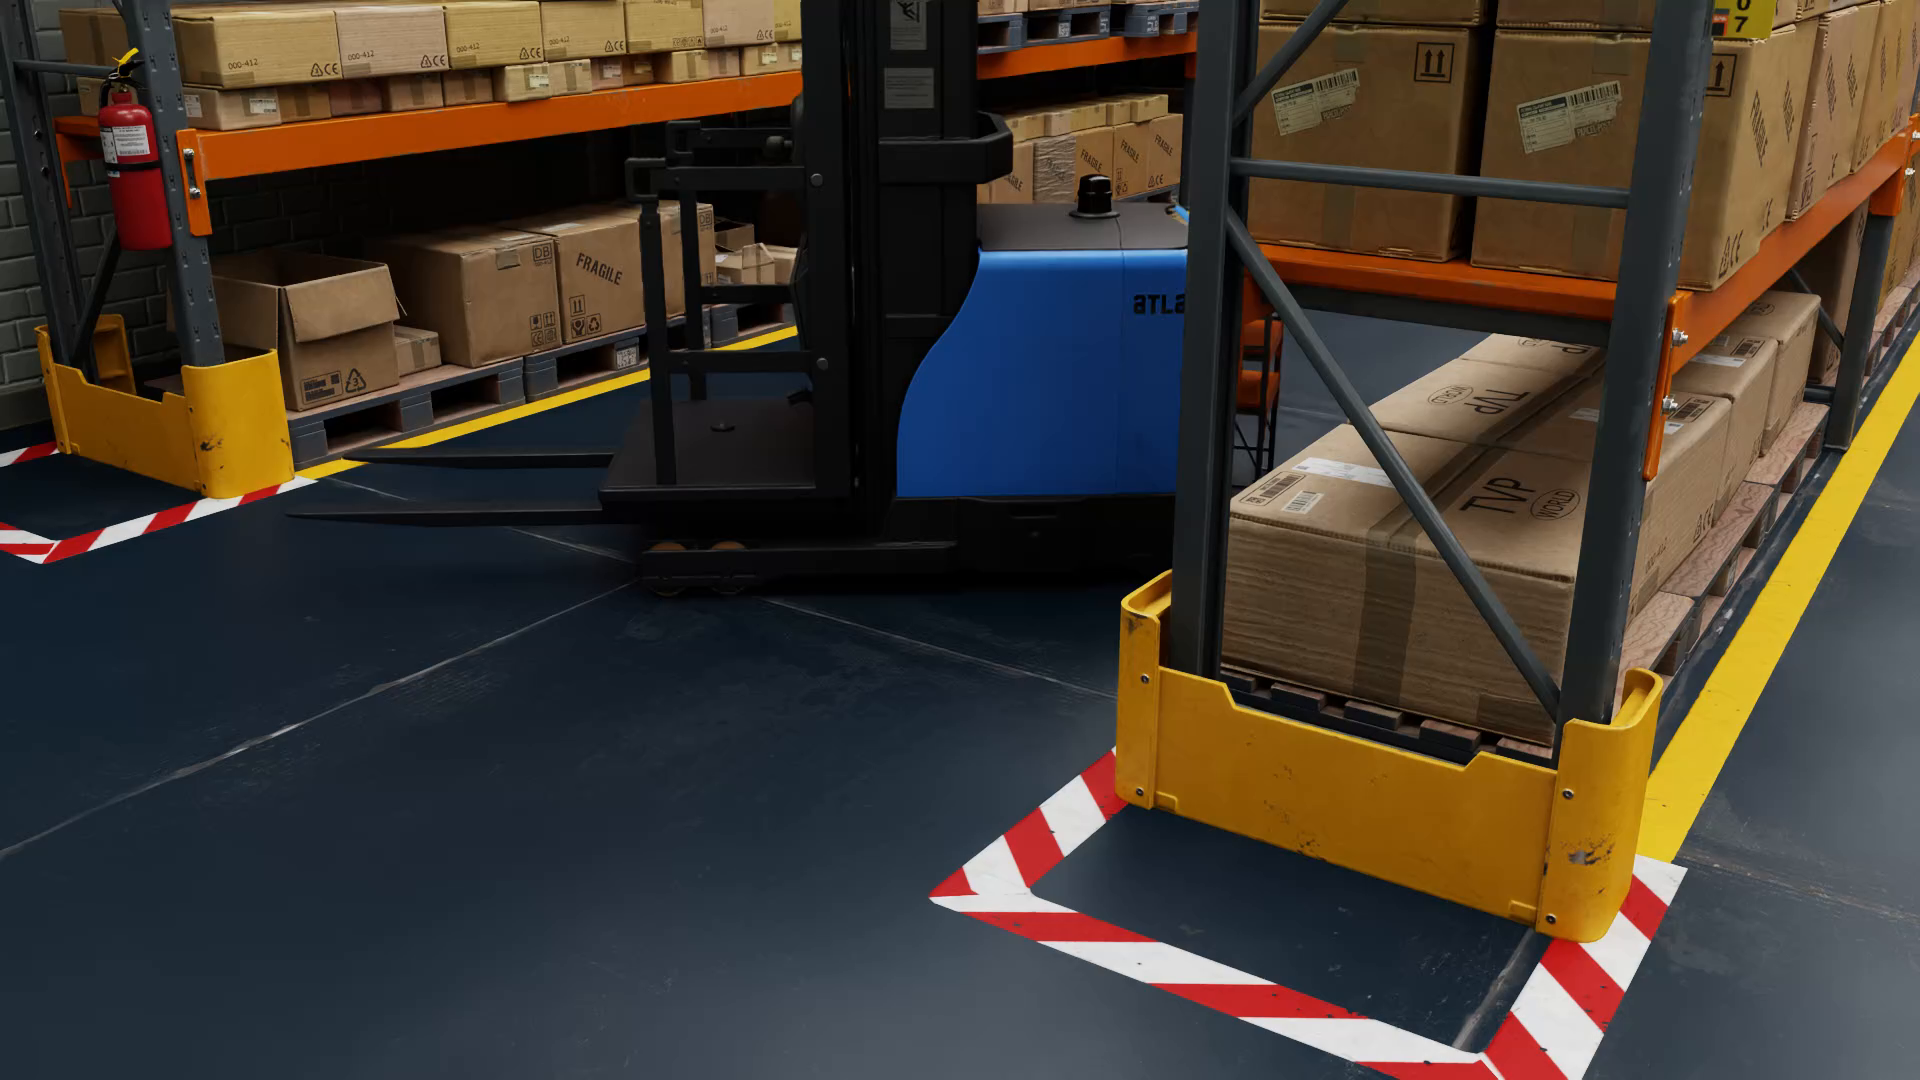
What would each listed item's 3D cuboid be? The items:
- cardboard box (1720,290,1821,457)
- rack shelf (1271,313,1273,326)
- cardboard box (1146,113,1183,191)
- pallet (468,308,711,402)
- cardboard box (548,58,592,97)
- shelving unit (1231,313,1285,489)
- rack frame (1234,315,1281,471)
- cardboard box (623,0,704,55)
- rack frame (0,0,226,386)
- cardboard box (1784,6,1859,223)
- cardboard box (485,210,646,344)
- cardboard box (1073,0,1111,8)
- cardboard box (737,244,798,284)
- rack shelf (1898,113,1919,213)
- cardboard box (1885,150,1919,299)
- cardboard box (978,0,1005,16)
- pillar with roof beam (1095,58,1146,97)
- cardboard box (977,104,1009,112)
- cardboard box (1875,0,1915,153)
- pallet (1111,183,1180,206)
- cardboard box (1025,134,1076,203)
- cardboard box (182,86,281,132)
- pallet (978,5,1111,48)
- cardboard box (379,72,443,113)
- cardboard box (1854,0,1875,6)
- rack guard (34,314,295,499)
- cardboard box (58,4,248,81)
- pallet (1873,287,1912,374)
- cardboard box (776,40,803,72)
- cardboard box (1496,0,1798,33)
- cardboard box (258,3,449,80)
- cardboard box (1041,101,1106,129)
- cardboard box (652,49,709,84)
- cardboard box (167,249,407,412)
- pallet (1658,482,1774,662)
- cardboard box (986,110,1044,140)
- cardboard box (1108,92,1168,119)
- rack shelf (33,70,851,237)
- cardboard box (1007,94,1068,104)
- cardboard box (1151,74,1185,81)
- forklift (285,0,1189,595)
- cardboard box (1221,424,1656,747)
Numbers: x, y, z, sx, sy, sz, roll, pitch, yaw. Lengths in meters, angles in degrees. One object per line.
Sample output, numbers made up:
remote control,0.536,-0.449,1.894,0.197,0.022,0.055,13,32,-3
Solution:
cardboard box,2.755,-0.707,6.441,0.875,0.438,0.875,13,24,31
rack shelf,1.040,-0.910,6.045,0.258,0.148,0.480,6,21,15
cardboard box,1.278,-2.847,12.136,0.500,0.500,0.500,14,25,33
pallet,-1.983,-0.982,8.115,1.003,0.211,1.213,13,24,32
cardboard box,-1.851,-2.053,7.353,0.380,0.149,0.250,14,24,33
shelving unit,1.040,-0.763,6.099,0.258,1.200,0.503,6,21,15
rack frame,1.107,-0.845,6.319,0.240,1.200,0.015,6,21,15
cardboard box,-1.556,-2.426,7.788,0.500,0.250,0.500,13,24,31
rack frame,-3.159,-1.690,6.011,1.000,3.000,0.127,13,24,32
cardboard box,2.017,-1.145,4.393,0.500,0.500,0.500,13,24,32
cardboard box,-1.844,-1.242,7.796,0.500,0.500,0.500,14,24,33
cardboard box,0.573,-3.727,10.762,0.797,0.503,0.637,13,24,31
cardboard box,-0.981,-1.481,8.949,0.380,0.149,0.250,12,24,30
rack shelf,4.321,-2.108,8.176,1.077,0.370,4.000,13,24,32
cardboard box,4.483,-1.782,8.717,0.875,0.875,0.875,14,24,32
cardboard box,-0.163,-3.326,9.683,0.700,0.500,0.500,14,24,32
pillar with roof beam,4.886,-6.510,10.393,9.100,9.000,0.400,13,24,32
cardboard box,0.104,-2.844,11.193,0.380,0.149,0.250,13,24,32
cardboard box,2.863,-1.586,5.586,0.500,0.500,0.500,13,24,31
pallet,0.887,-2.471,12.141,1.003,0.211,1.213,13,24,32
cardboard box,0.419,-2.402,10.933,0.500,0.500,0.500,12,24,30
cardboard box,-2.747,-1.613,6.165,0.380,0.149,0.250,13,24,31
pallet,0.249,-3.337,10.739,1.003,0.211,1.213,13,24,32
cardboard box,-2.331,-1.838,6.773,0.380,0.149,0.250,14,25,33
cardboard box,2.301,-1.764,4.624,0.500,0.500,0.500,13,24,32
rack guard,-3.116,-0.540,6.504,1.175,0.500,0.348,13,24,32
cardboard box,-3.120,-1.943,6.482,0.500,0.250,0.500,14,25,33
pallet,4.253,-1.151,8.572,1.003,0.211,1.213,13,24,32
cardboard box,-1.009,-2.501,8.564,0.380,0.149,0.250,14,25,33
cardboard box,1.453,-1.321,3.428,0.500,0.500,0.500,13,24,31
cardboard box,-2.398,-1.982,6.587,0.500,0.250,0.500,14,24,32
cardboard box,0.771,-2.905,11.358,0.380,0.149,0.250,14,25,33
cardboard box,-1.426,-2.273,7.947,0.380,0.149,0.250,13,24,31
cardboard box,-2.737,-0.874,6.796,0.797,0.503,0.637,12,24,30
pallet,2.019,-0.009,5.485,1.003,0.211,1.213,13,24,32
cardboard box,0.321,-2.688,10.771,0.380,0.149,0.250,13,24,32
cardboard box,1.270,-3.124,11.948,0.380,0.149,0.250,12,23,29
rack shelf,-2.035,-1.927,7.687,1.077,0.370,4.000,13,24,32
cardboard box,0.542,-3.068,11.798,0.380,0.149,0.250,14,24,33
cardboard box,2.061,-3.434,13.543,0.875,0.625,0.625,14,25,34
forklift,-0.673,-1.386,5.288,3.031,2.935,1.130,-1,20,-2
cardboard box,1.236,0.072,4.333,0.875,0.438,0.875,12,24,30
